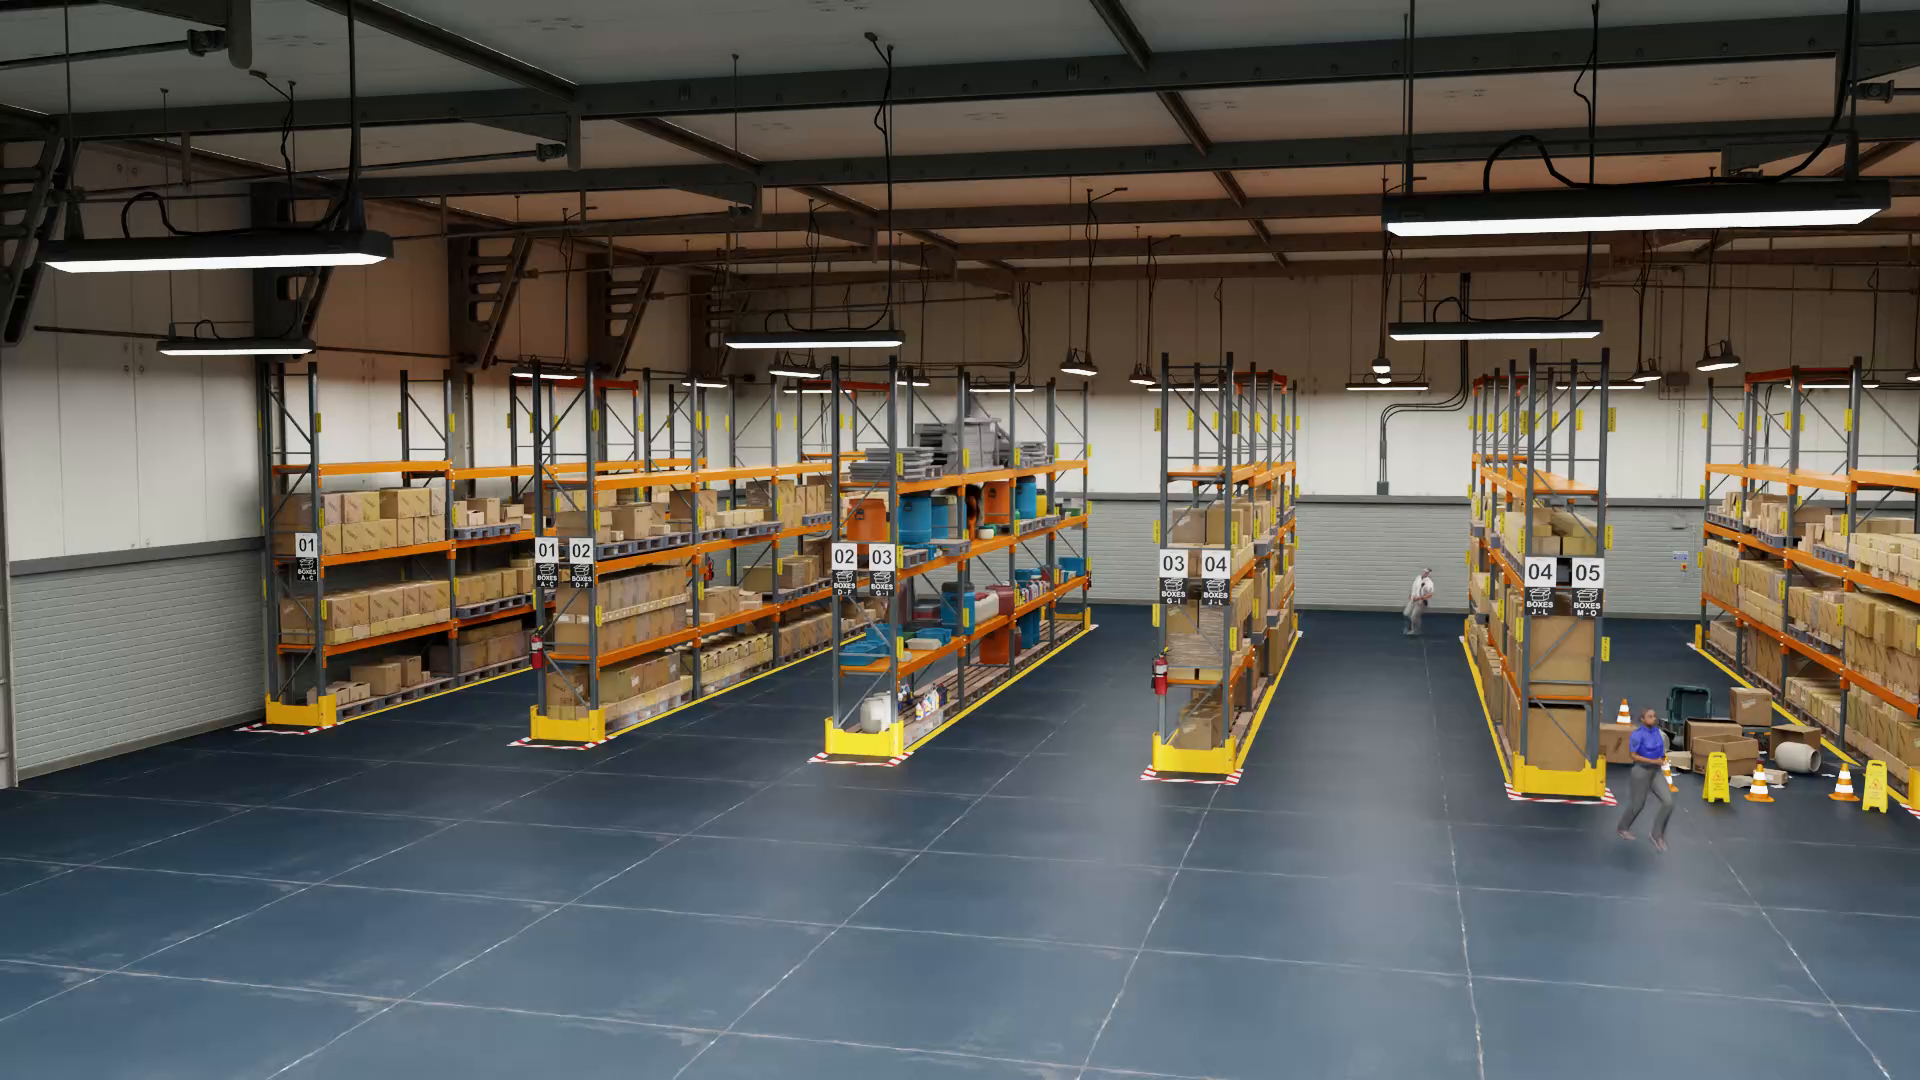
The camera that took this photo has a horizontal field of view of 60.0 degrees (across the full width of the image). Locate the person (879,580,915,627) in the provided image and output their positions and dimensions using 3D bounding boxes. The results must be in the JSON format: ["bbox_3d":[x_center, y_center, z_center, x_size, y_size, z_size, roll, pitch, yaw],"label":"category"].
[{"bbox_3d":[-1.276,1.496,33.290,0.713,1.756,0.685,1,4,10],"label":"person"}]

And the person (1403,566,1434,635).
[{"bbox_3d":[10.704,1.427,39.000,0.522,1.682,0.890,-3,5,-35],"label":"person"}]

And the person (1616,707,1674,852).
[{"bbox_3d":[8.103,2.819,19.642,0.576,1.689,0.726,-2,4,-21],"label":"person"}]
